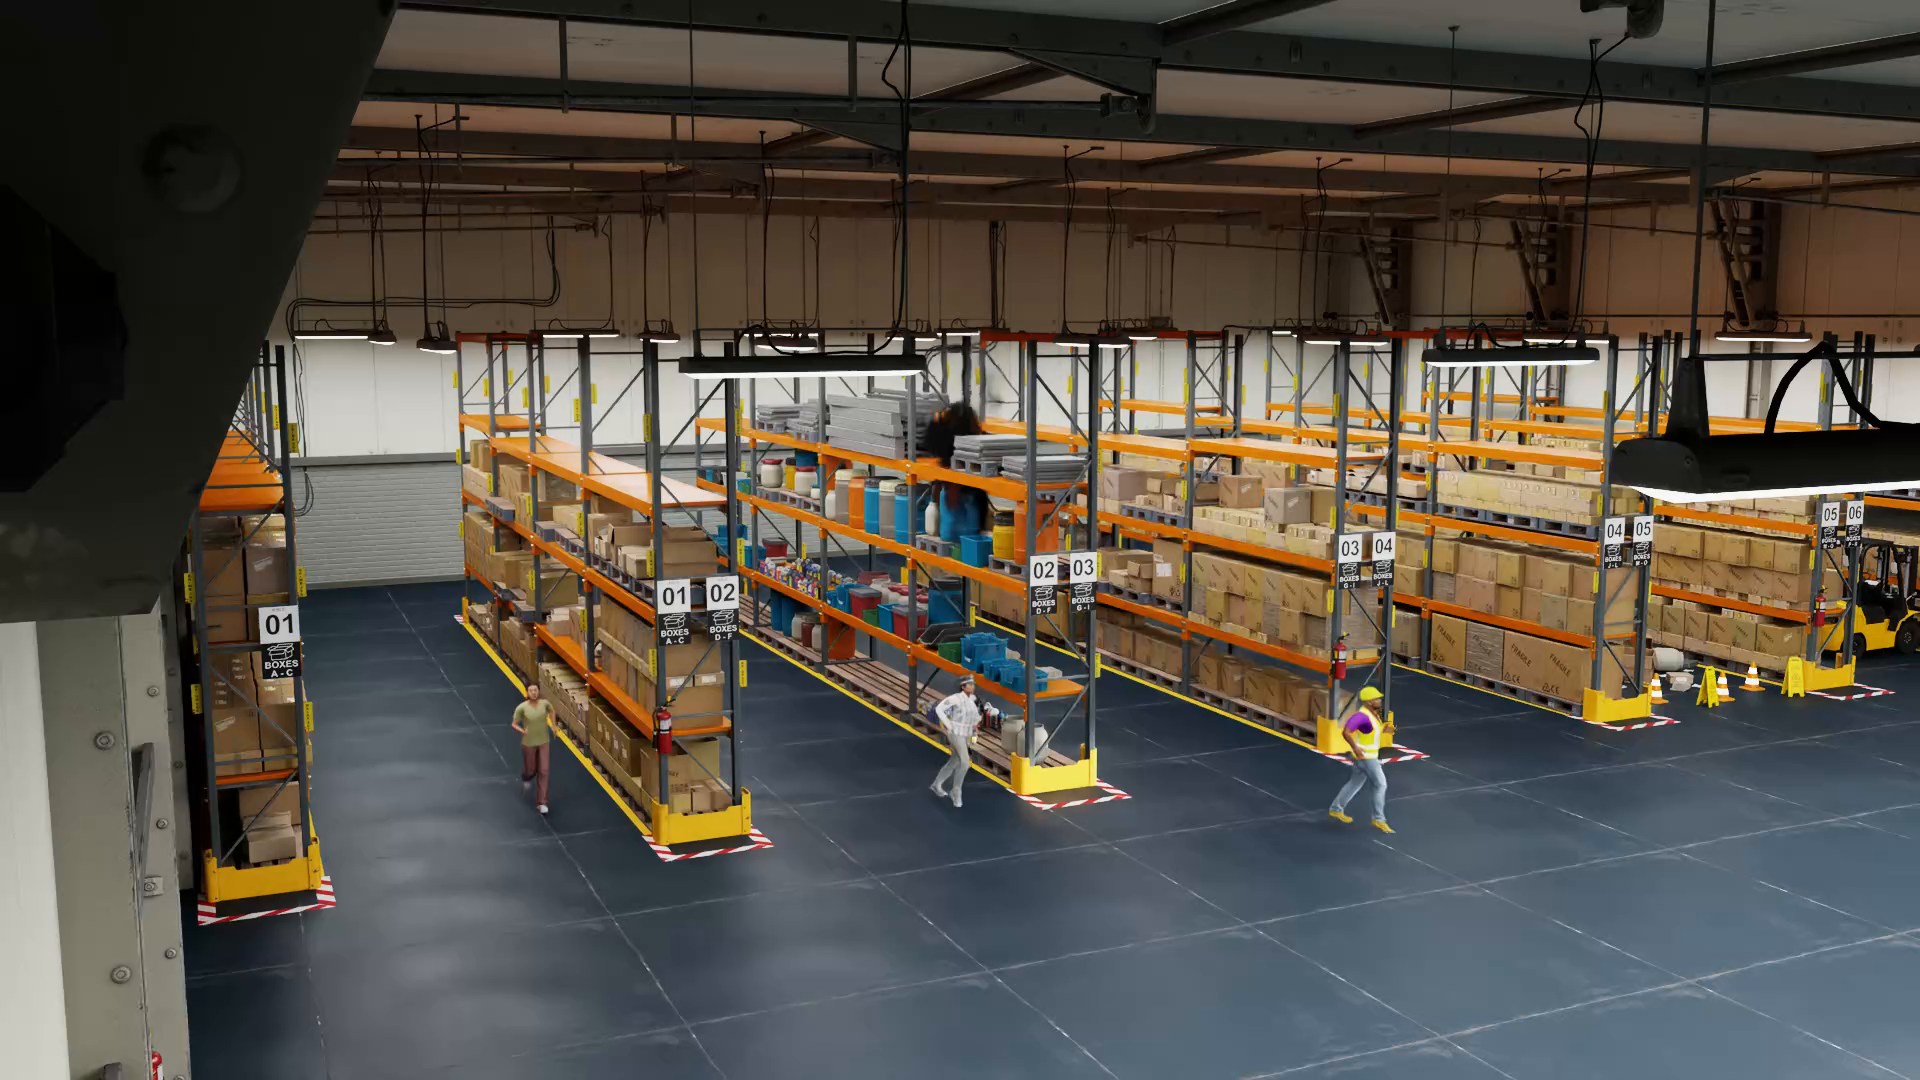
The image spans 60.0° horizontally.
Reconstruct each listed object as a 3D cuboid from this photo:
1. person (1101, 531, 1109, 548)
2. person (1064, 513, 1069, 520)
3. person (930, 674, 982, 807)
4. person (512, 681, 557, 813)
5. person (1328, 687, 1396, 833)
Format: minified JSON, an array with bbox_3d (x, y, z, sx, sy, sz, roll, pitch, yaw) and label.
[{"bbox_3d":[3.537,-0.152,42.017,0.605,1.639,0.770,-1,8,-10],"label":"person"},{"bbox_3d":[2.688,-0.008,40.996,0.630,1.694,0.764,7,10,41],"label":"person"},{"bbox_3d":[-0.023,2.562,21.810,0.652,1.669,0.616,6,10,36],"label":"person"},{"bbox_3d":[-5.468,2.632,21.461,0.592,1.627,0.970,-3,8,-24],"label":"person"},{"bbox_3d":[4.993,2.703,20.572,0.800,1.828,0.666,1,8,11],"label":"person"}]
